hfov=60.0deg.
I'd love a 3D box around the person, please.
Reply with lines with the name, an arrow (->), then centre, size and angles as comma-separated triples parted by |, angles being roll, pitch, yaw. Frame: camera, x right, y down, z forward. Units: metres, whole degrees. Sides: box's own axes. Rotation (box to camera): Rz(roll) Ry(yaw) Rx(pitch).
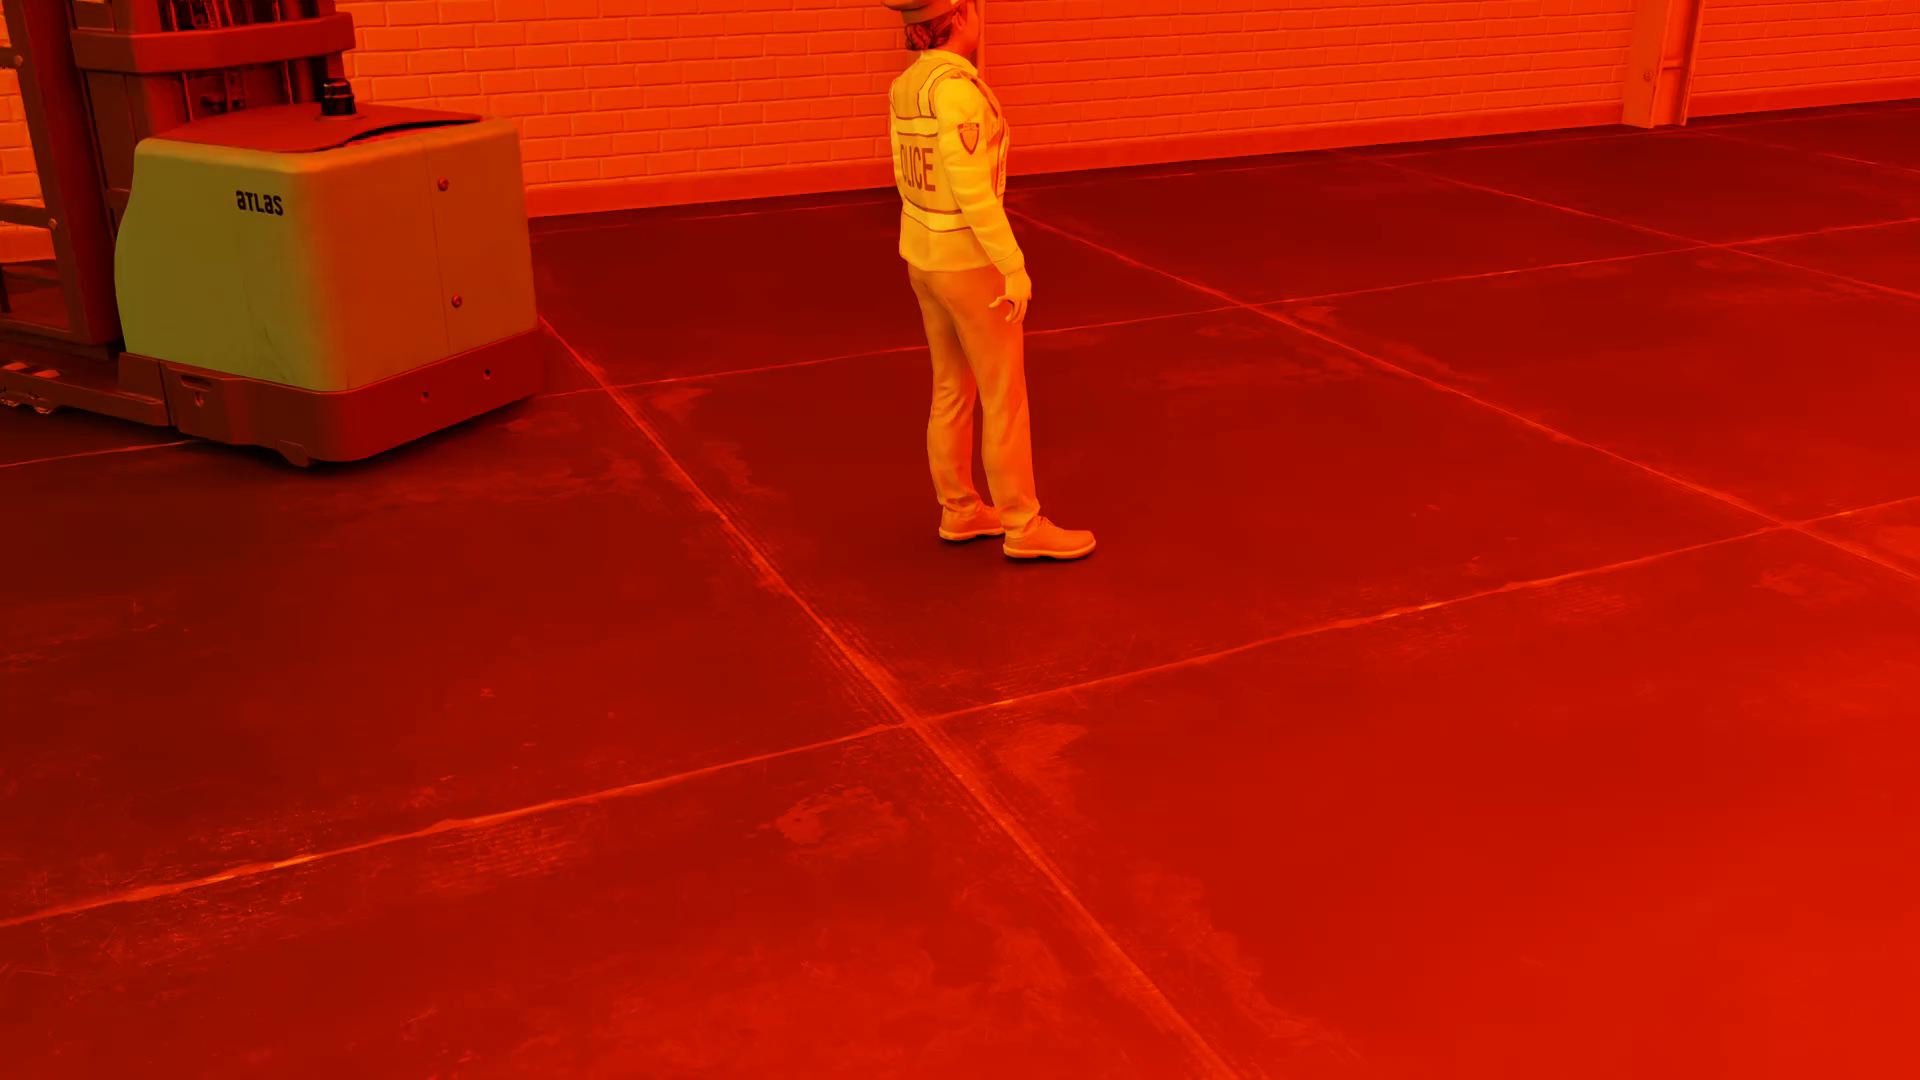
person -> 0.065, -0.798, 4.800 | 0.531, 1.695, 0.588 | -10, 25, -23

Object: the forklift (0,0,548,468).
forklift -> -3.107, -1.988, 6.071 | 3.031, 2.935, 1.130 | 12, 25, 26
